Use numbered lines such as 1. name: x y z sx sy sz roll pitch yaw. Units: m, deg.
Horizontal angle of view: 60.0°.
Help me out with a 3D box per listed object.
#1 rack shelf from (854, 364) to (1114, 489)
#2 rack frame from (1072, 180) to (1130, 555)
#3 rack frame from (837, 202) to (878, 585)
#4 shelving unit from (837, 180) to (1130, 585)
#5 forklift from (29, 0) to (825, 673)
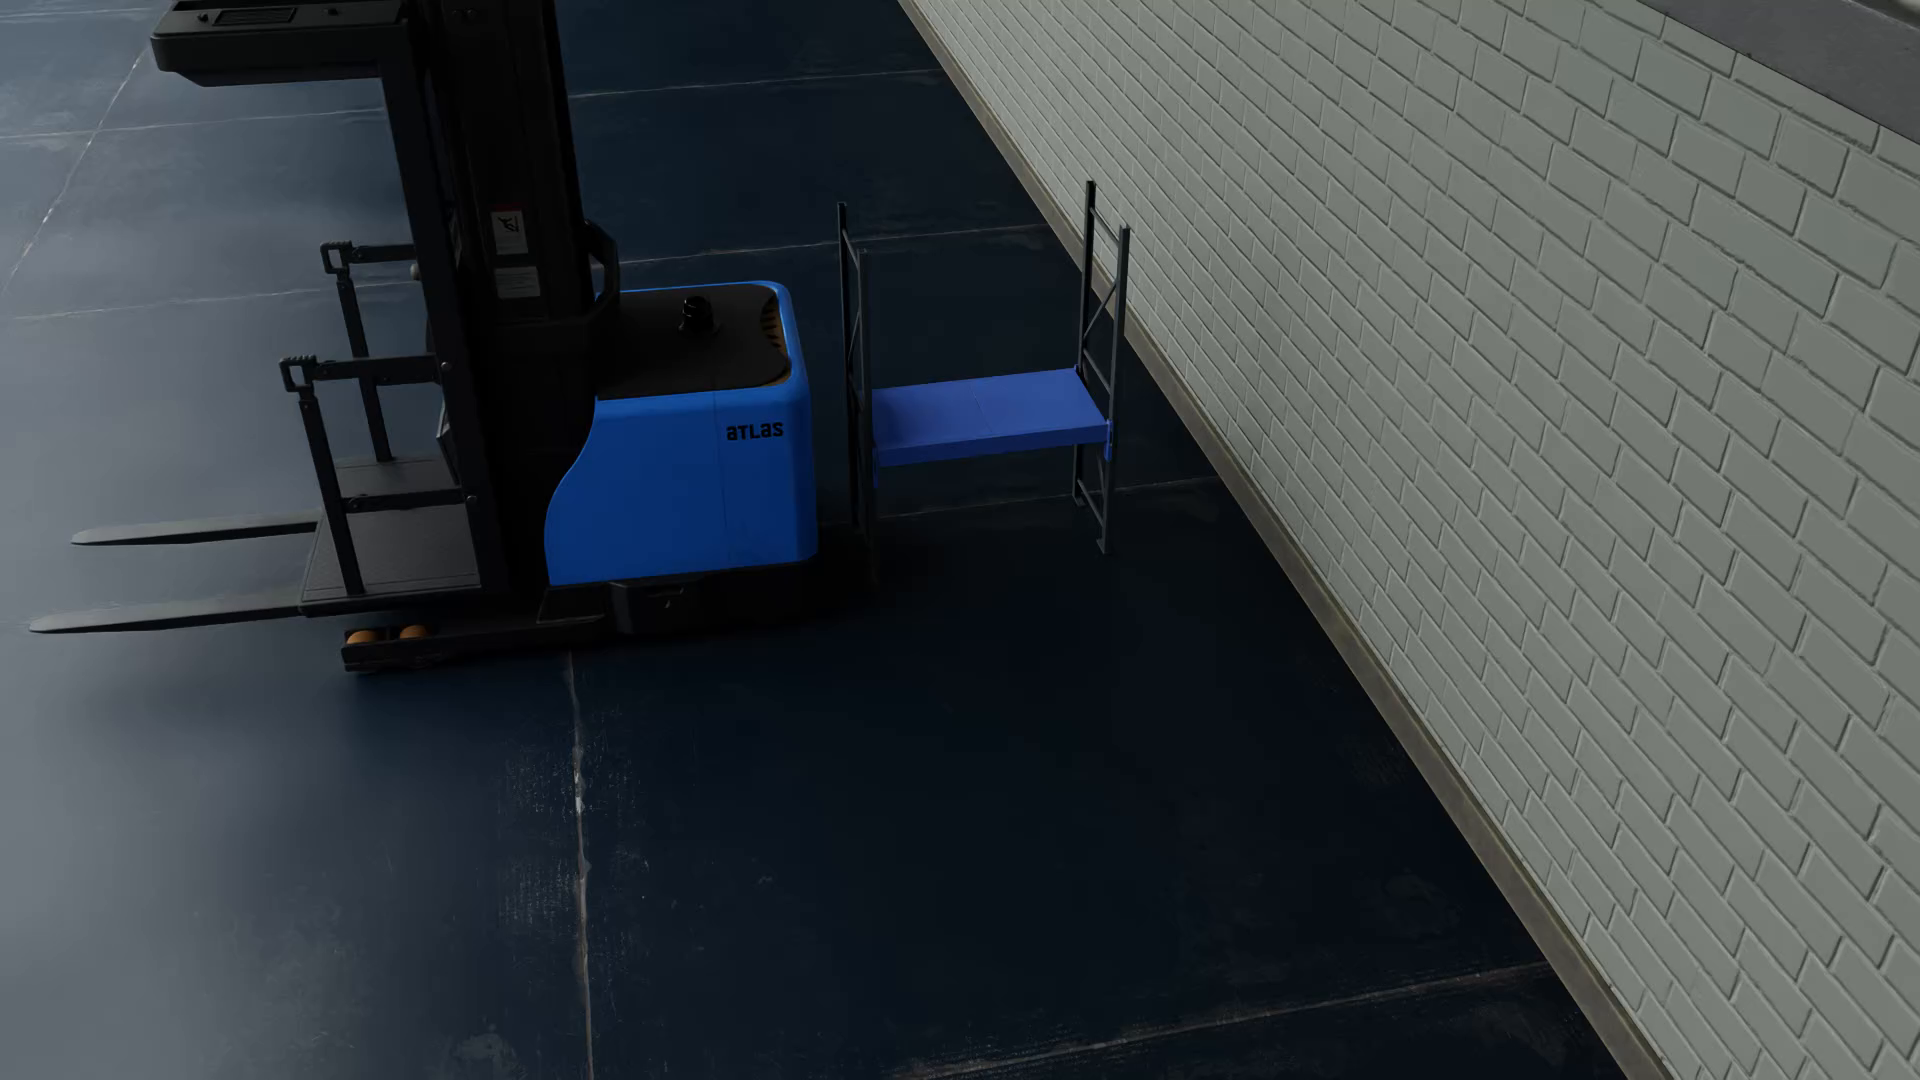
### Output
1. rack shelf: 0.083 -0.484 6.948 1.000 0.185 0.538 -7 35 -11
2. rack frame: 0.579 -0.696 6.941 0.032 1.500 0.500 -7 35 -11
3. rack frame: -0.413 -0.571 6.755 0.032 1.500 0.500 -7 35 -11
4. shelving unit: 0.083 -0.633 6.848 1.048 1.500 0.538 -7 35 -11
5. forklift: -2.117 -1.016 6.134 3.031 2.935 1.130 -6 34 -8
